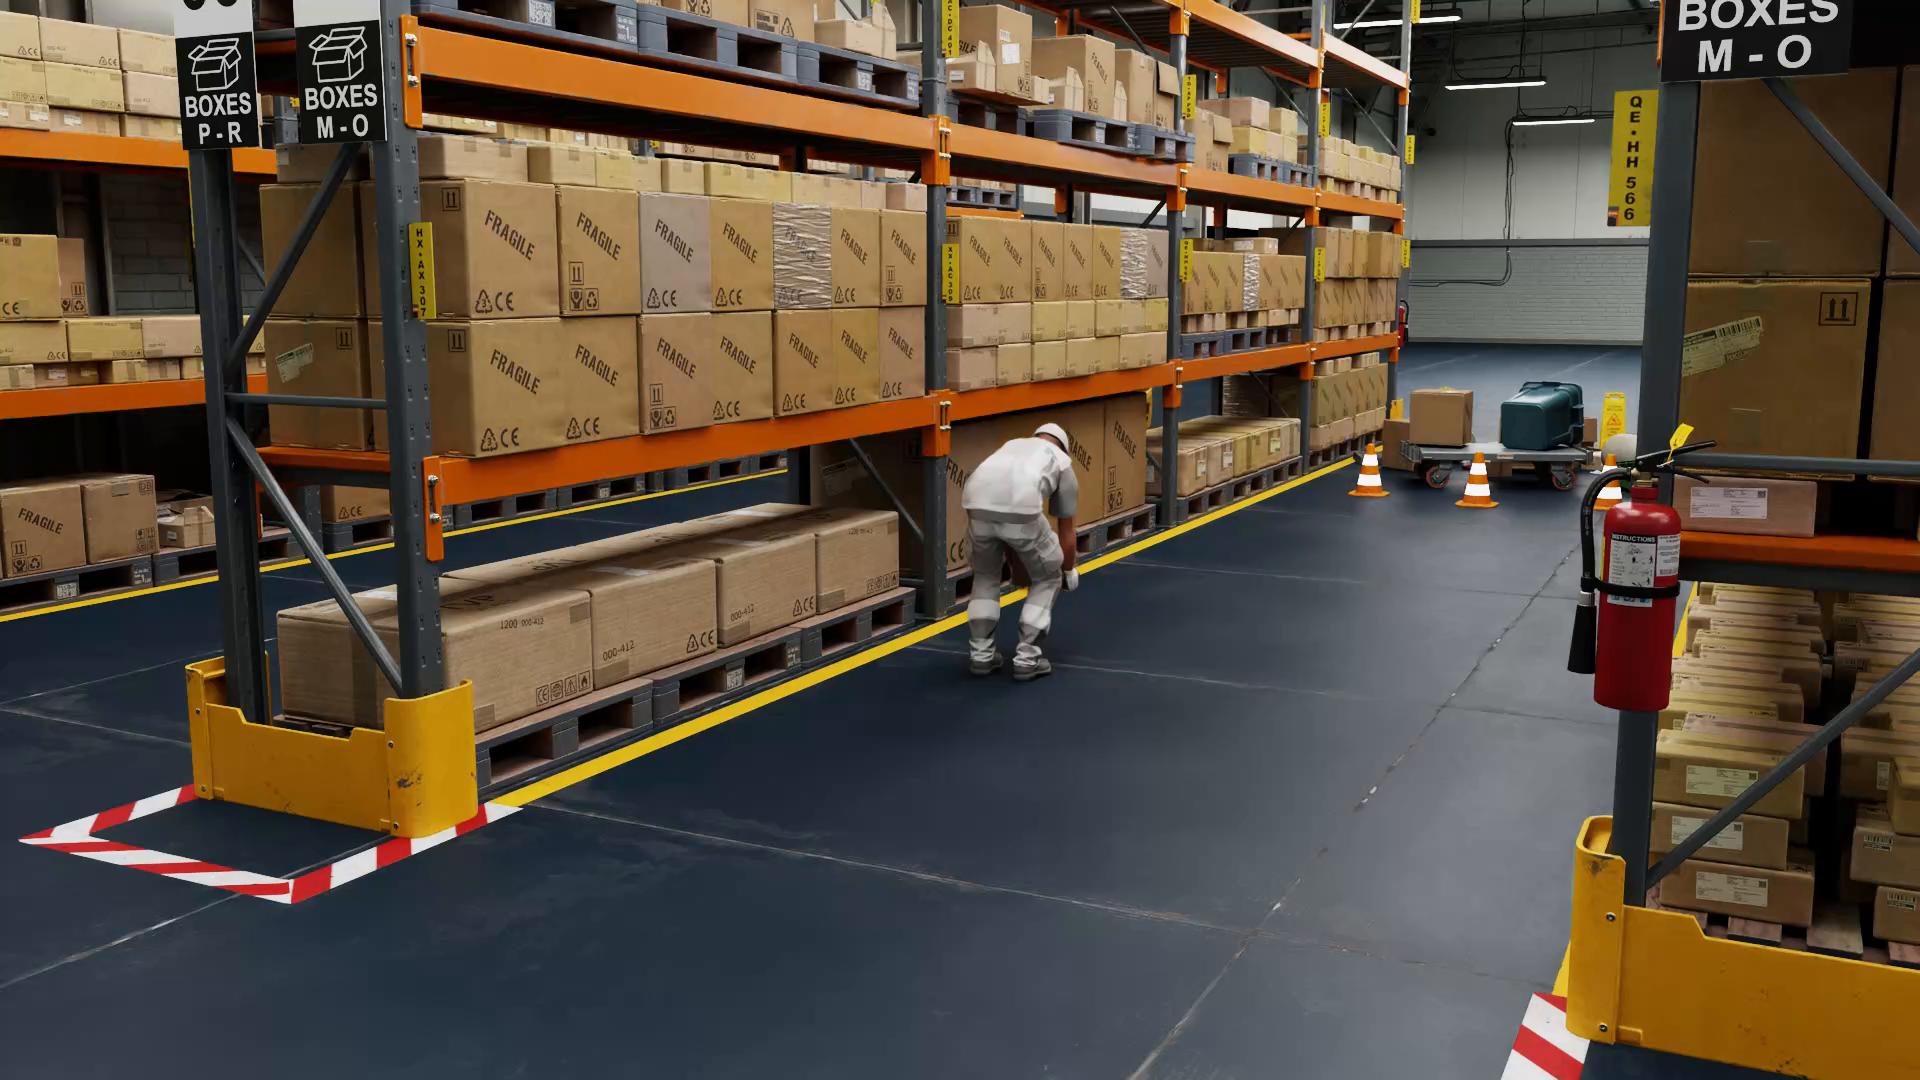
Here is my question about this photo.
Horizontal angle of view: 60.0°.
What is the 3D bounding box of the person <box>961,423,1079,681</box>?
[{"bbox_3d":[0.326,0.041,8.388,0.513,1.205,0.939,4,10,24],"label":"person"}]
